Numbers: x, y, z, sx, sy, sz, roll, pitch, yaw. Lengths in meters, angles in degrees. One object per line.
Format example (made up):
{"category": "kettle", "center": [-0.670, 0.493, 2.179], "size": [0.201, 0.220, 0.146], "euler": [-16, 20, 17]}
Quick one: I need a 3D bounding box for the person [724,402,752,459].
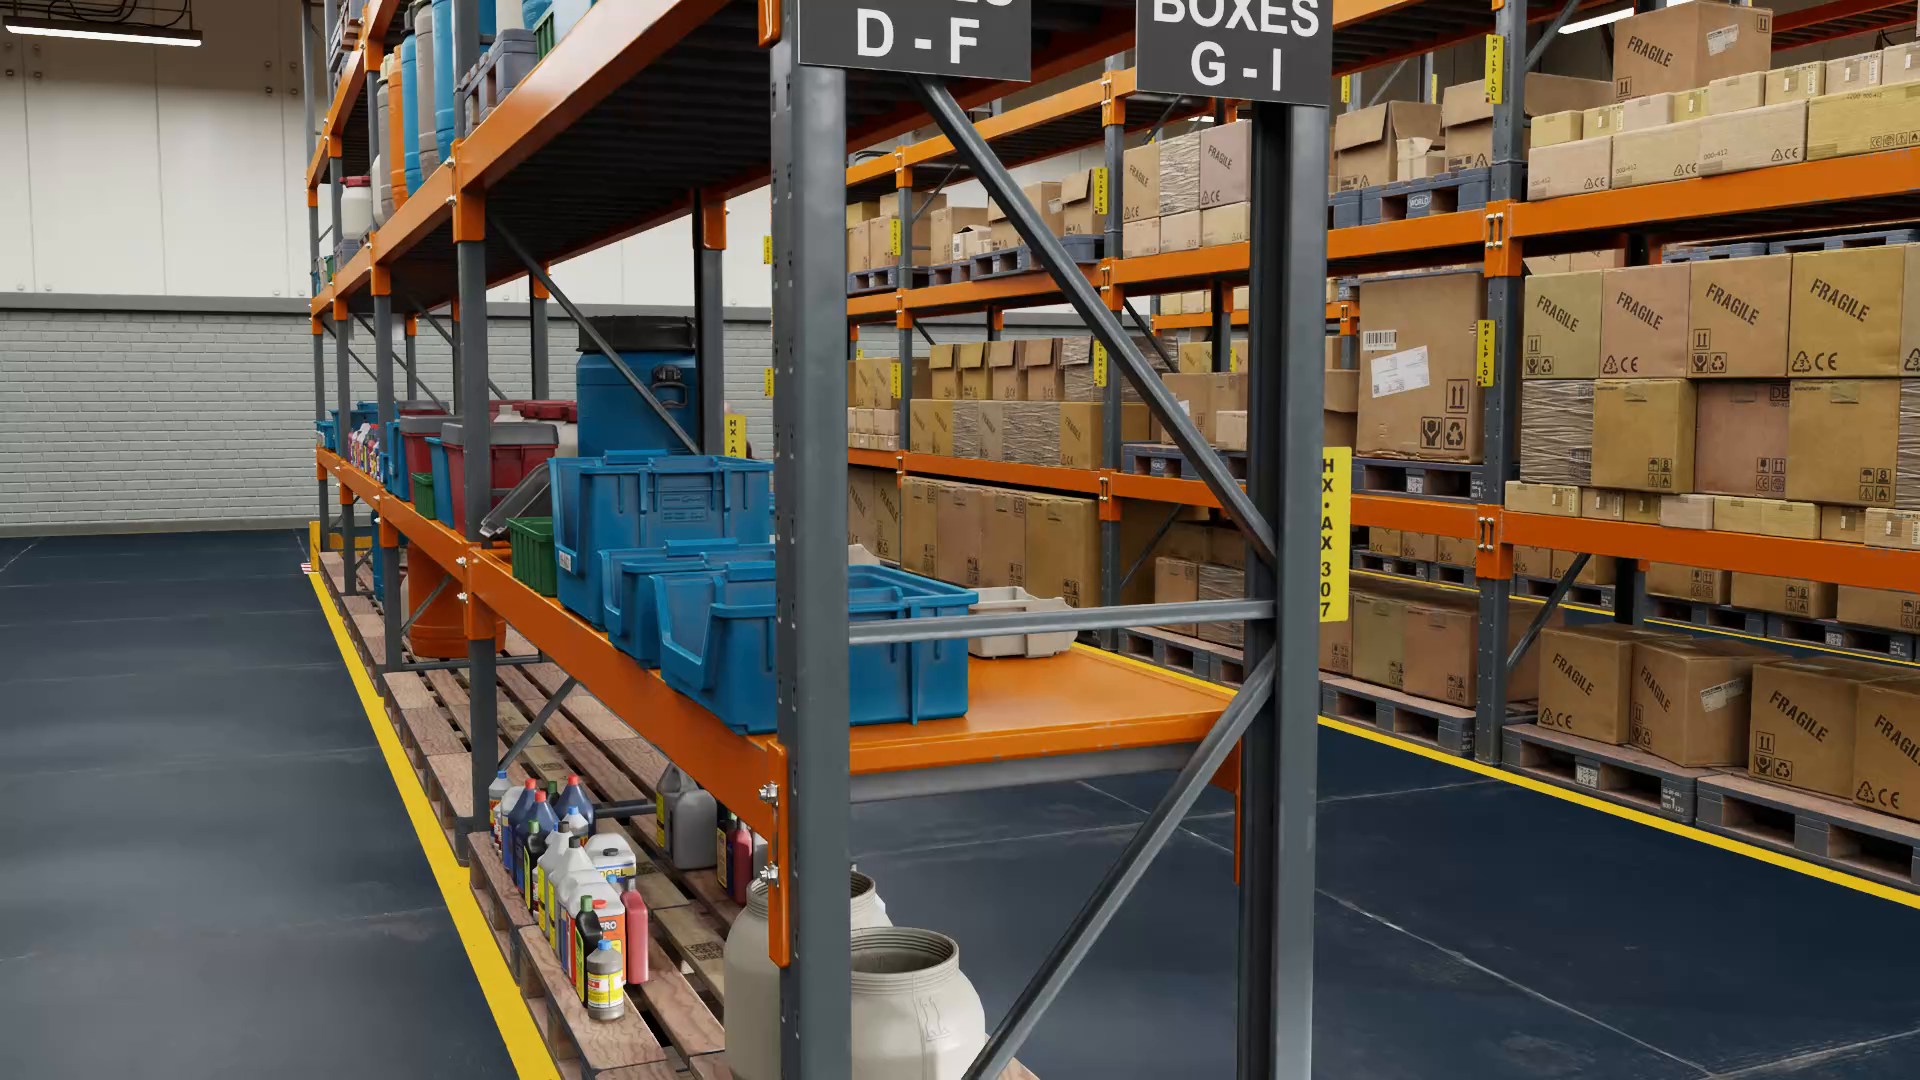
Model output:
{"category": "person", "center": [-1.928, -0.200, 13.198], "size": [0.590, 1.789, 0.511], "euler": [-3, 6, -30]}
